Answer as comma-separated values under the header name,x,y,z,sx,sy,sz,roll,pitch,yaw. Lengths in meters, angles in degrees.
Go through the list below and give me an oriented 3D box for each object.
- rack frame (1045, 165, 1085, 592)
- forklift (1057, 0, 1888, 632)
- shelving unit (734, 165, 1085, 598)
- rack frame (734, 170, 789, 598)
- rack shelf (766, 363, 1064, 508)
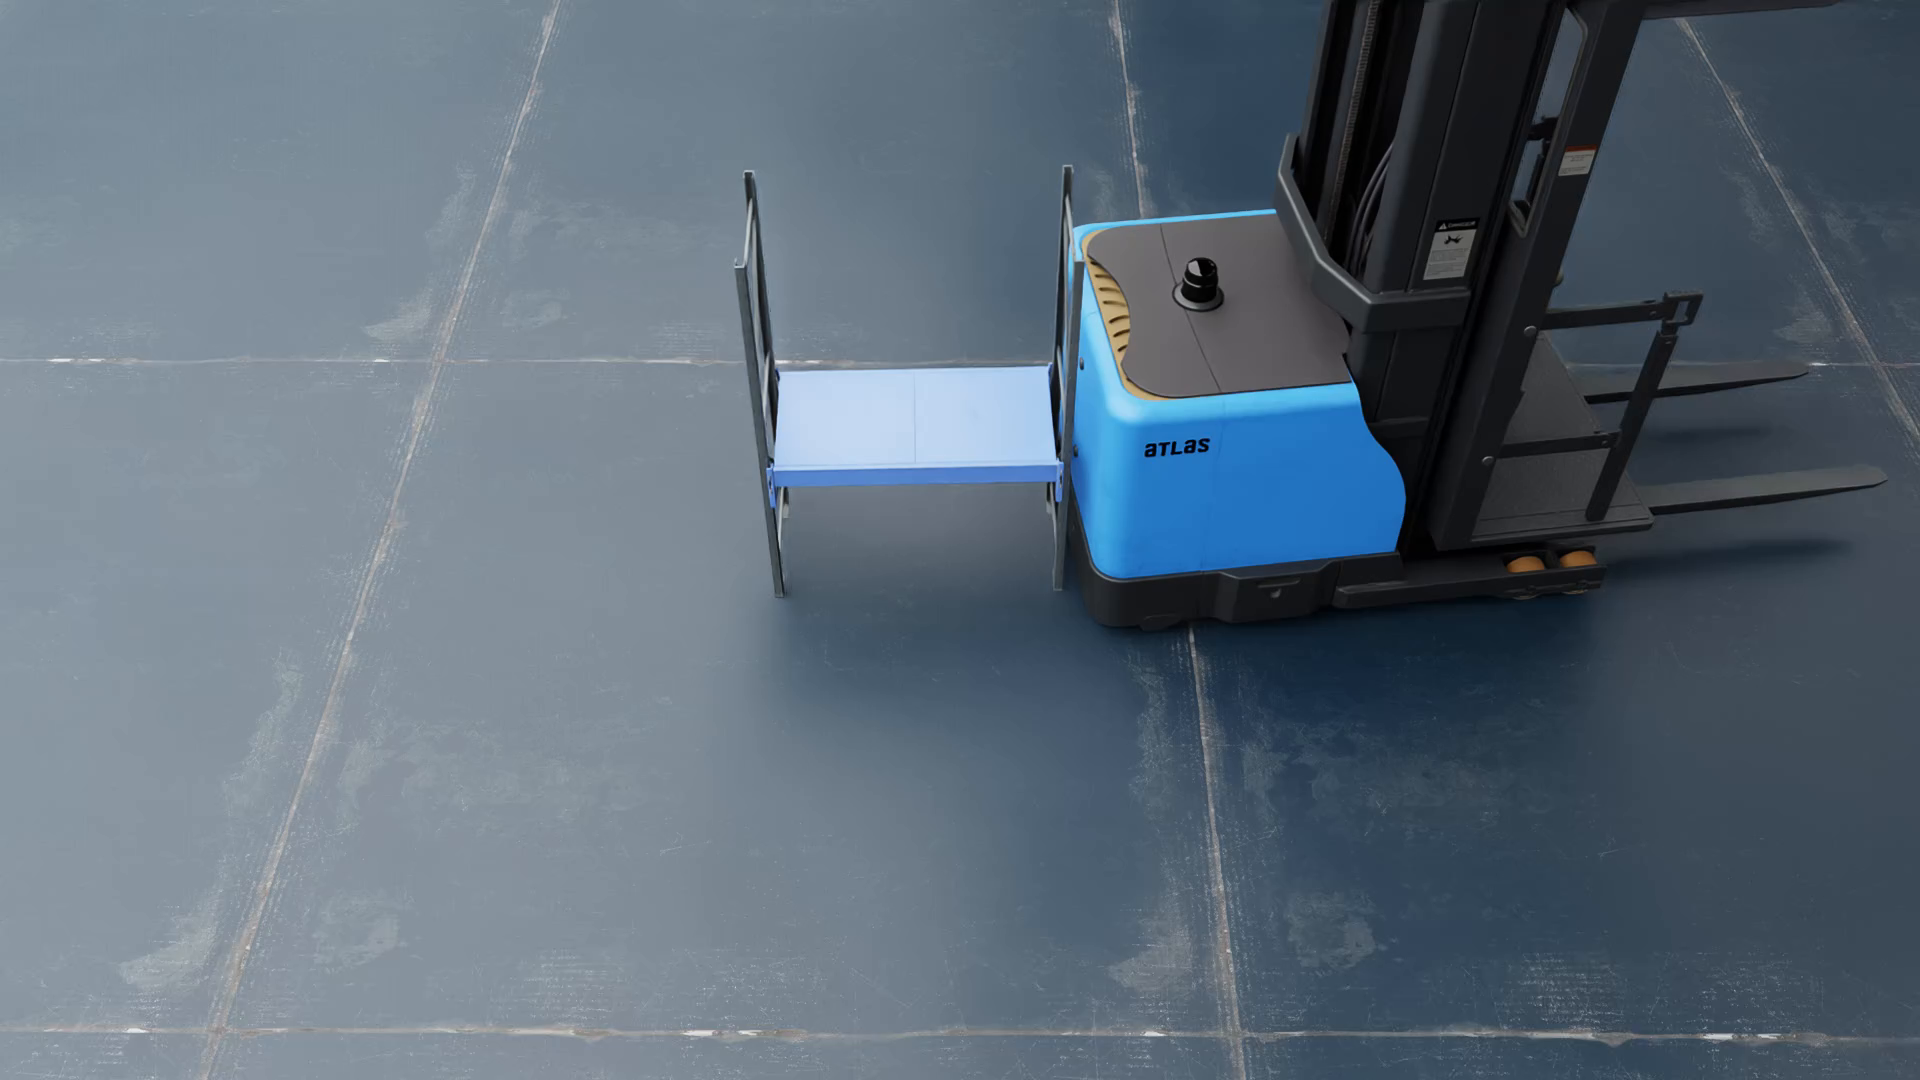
name,x,y,z,sx,sy,sz,roll,pitch,yaw
rack frame,0.351,-0.505,5.695,0.032,1.500,0.500,-1,47,-1
forklift,1.893,-1.162,5.329,3.031,2.935,1.130,-6,47,-5
shelving unit,-0.157,-0.494,5.686,1.048,1.500,0.538,-1,47,-1
rack frame,-0.665,-0.484,5.676,0.032,1.500,0.500,-1,47,-1
rack shelf,-0.157,-0.372,5.817,1.000,0.185,0.538,-1,47,-1
